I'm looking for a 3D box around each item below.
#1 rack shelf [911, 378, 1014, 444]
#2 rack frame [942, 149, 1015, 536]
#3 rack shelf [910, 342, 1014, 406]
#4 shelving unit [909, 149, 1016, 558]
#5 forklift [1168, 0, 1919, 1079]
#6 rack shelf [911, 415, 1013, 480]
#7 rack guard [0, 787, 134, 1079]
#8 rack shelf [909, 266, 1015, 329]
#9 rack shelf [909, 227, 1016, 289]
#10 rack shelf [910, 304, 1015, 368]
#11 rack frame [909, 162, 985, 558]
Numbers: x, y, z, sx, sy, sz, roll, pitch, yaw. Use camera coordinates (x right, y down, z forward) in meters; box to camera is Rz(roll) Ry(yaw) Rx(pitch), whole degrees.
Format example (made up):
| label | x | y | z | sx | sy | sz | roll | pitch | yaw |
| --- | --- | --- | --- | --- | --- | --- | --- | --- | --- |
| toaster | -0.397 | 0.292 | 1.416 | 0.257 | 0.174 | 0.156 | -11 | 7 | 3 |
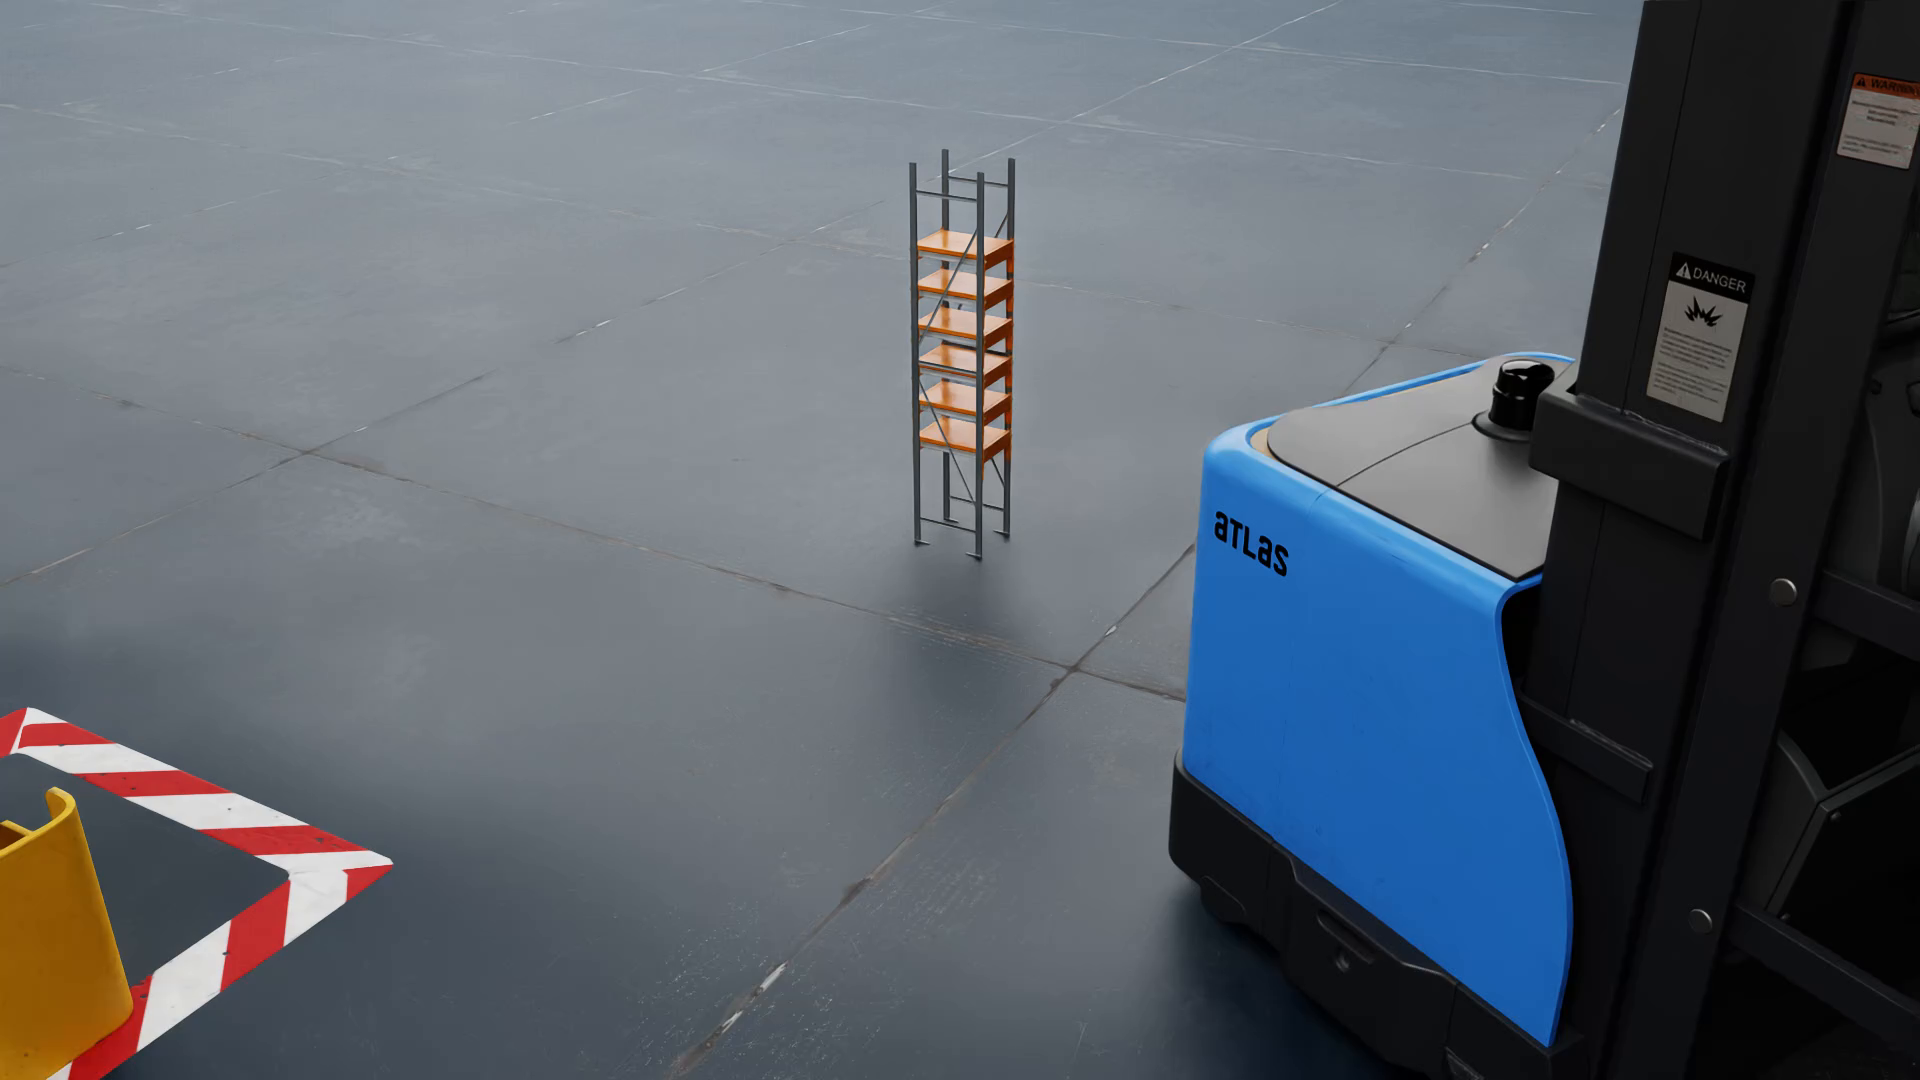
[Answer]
| label | x | y | z | sx | sy | sz | roll | pitch | yaw |
| --- | --- | --- | --- | --- | --- | --- | --- | --- | --- |
| rack shelf | 0.007 | -0.395 | 5.066 | 0.258 | 0.103 | 0.180 | 14 | 30 | 26 |
| rack frame | 0.052 | -0.578 | 5.064 | 0.240 | 1.200 | 0.006 | 14 | 30 | 26 |
| rack shelf | 0.007 | -0.502 | 5.013 | 0.258 | 0.103 | 0.180 | 14 | 30 | 26 |
| shelving unit | 0.007 | -0.542 | 4.993 | 0.258 | 1.200 | 0.189 | 14 | 30 | 26 |
| forklift | 1.673 | -0.117 | 2.210 | 1.130 | 2.935 | 3.031 | -16 | 31 | -28 |
| rack shelf | 0.007 | -0.288 | 5.120 | 0.258 | 0.103 | 0.180 | 14 | 30 | 26 |
| rack guard | -2.235 | 0.660 | 3.374 | 1.175 | 0.500 | 0.348 | 14 | 30 | 26 |
| rack shelf | 0.007 | -0.717 | 4.905 | 0.258 | 0.103 | 0.180 | 14 | 30 | 26 |
| rack shelf | 0.007 | -0.824 | 4.851 | 0.258 | 0.103 | 0.180 | 14 | 30 | 26 |
| rack shelf | 0.007 | -0.610 | 4.959 | 0.258 | 0.103 | 0.180 | 14 | 30 | 26 |
| rack frame | -0.038 | -0.507 | 4.921 | 0.240 | 1.200 | 0.006 | 14 | 30 | 26 |
